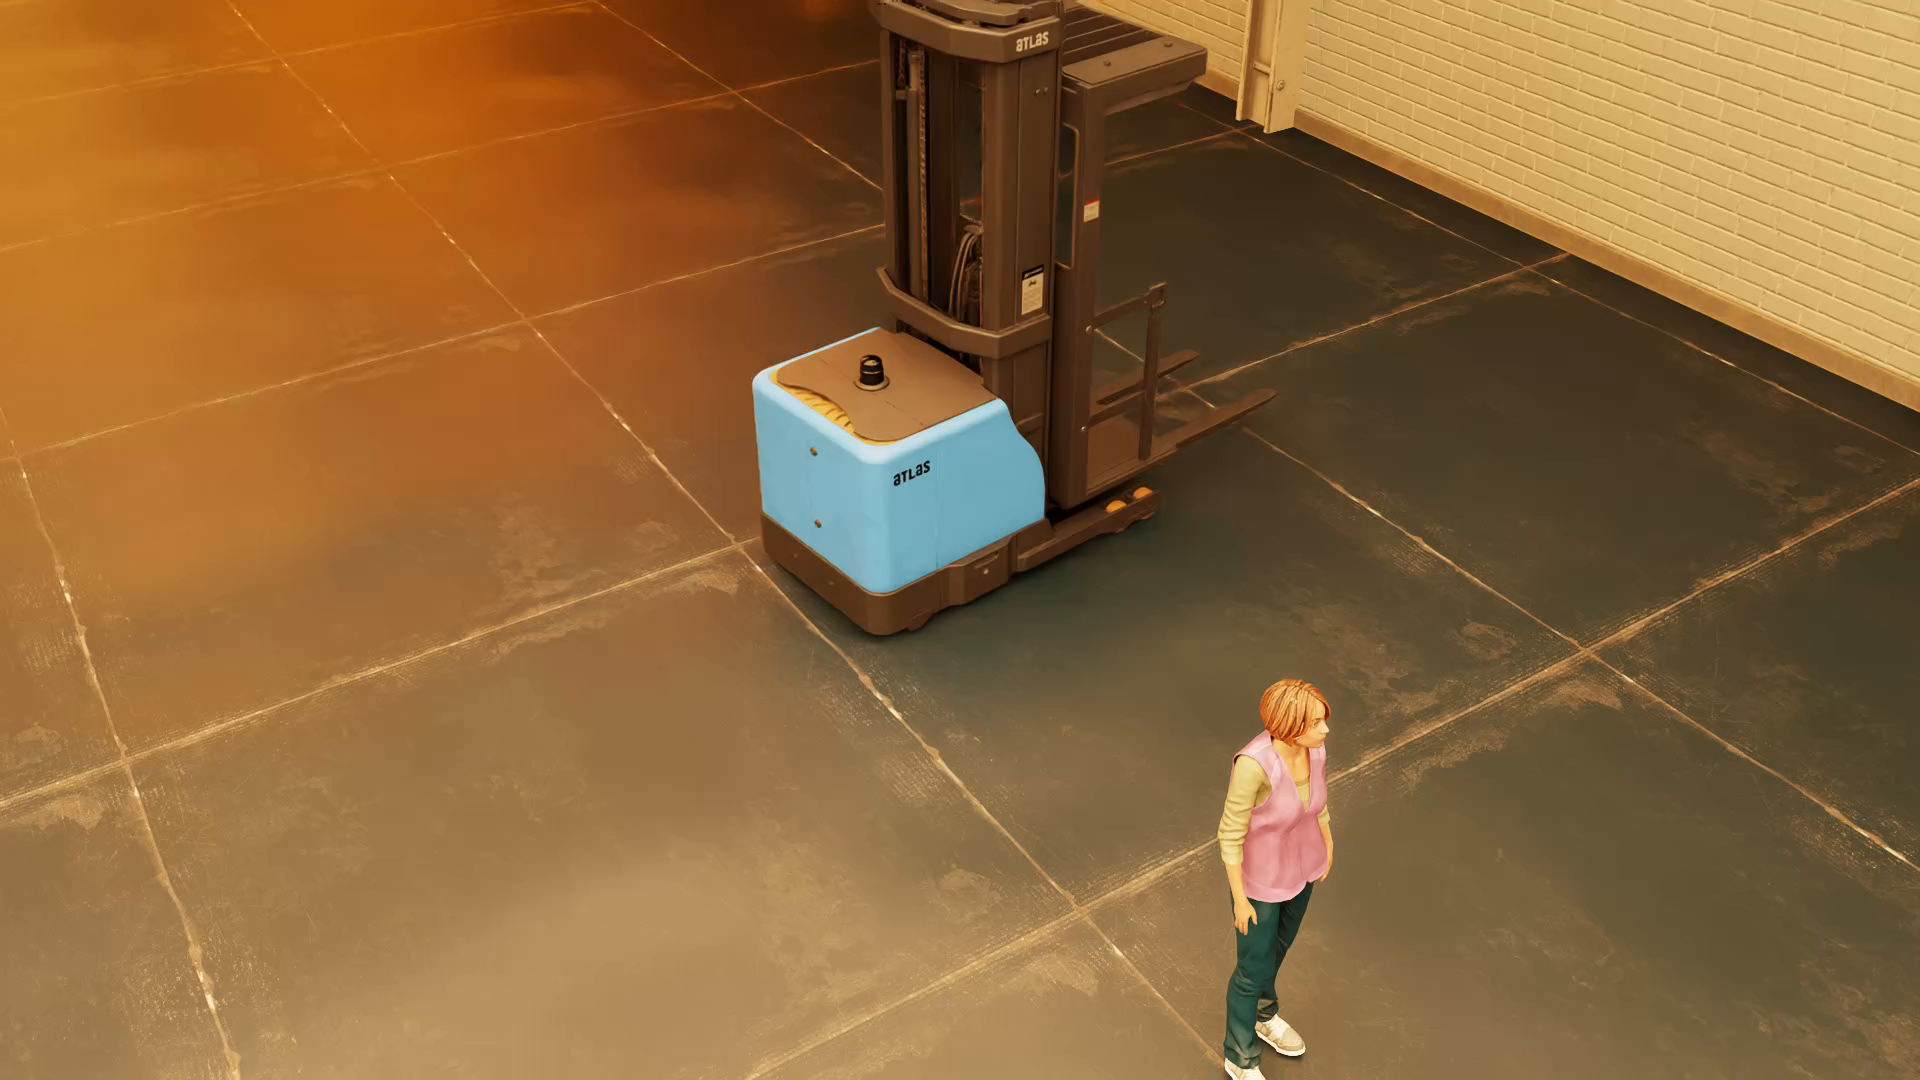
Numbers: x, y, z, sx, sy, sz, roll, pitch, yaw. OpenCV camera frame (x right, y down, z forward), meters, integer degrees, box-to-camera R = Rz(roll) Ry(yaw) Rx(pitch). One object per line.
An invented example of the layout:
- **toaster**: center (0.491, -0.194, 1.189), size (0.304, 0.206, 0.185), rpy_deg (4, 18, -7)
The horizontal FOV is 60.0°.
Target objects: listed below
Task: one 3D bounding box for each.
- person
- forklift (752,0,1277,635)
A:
- **person**: center (1.115, 1.175, 5.622), size (0.520, 1.597, 0.475), rpy_deg (-26, 43, -32)
- **forklift**: center (0.440, -1.449, 8.210), size (3.031, 2.935, 1.130), rpy_deg (-26, 42, -32)
